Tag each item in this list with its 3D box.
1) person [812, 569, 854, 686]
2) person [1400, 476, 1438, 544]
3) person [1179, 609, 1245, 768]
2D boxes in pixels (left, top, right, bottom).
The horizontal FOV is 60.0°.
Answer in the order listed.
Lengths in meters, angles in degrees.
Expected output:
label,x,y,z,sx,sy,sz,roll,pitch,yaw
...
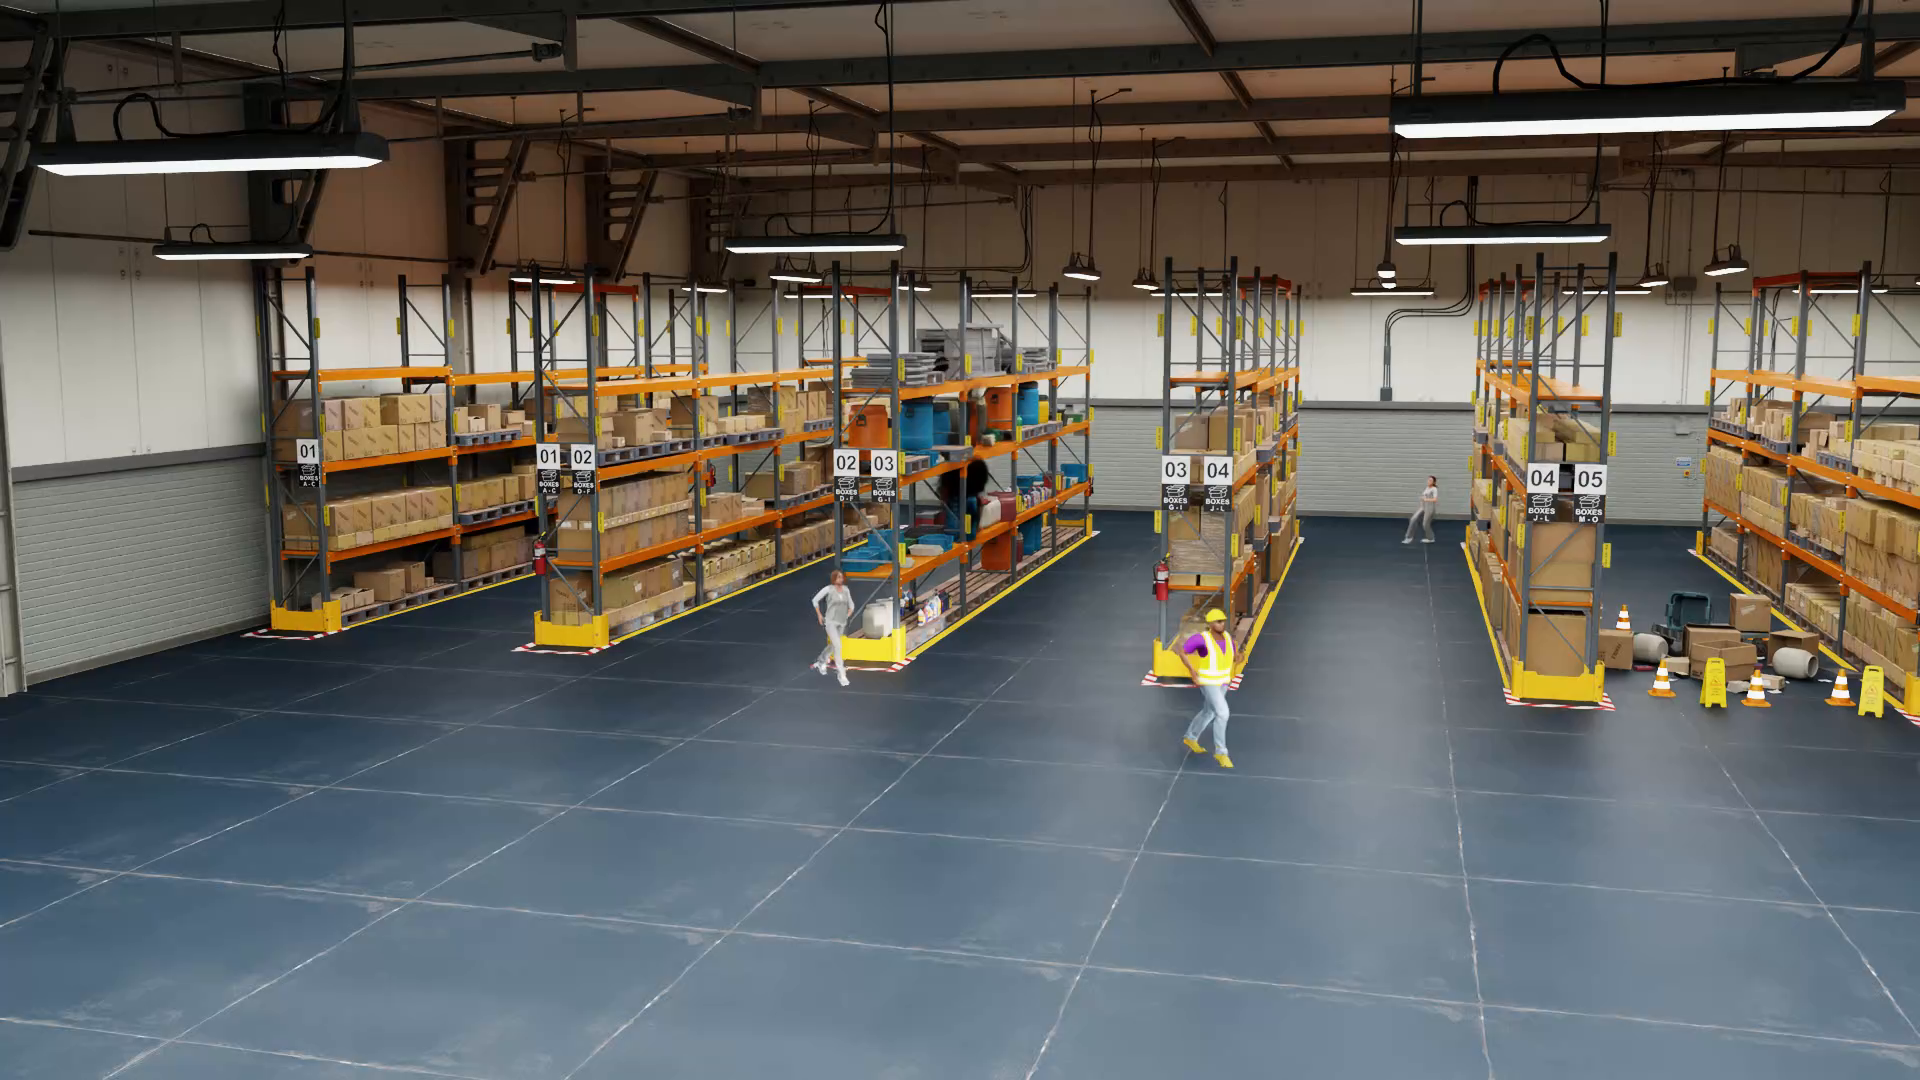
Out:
label,x,y,z,sx,sy,sz,roll,pitch,yaw
person,-1.764,1.203,23.631,0.546,1.594,0.878,-6,9,-40
person,10.816,-0.695,38.765,0.824,1.619,0.661,-3,8,-22
person,2.943,1.694,19.318,0.666,1.828,0.806,-7,10,-42
